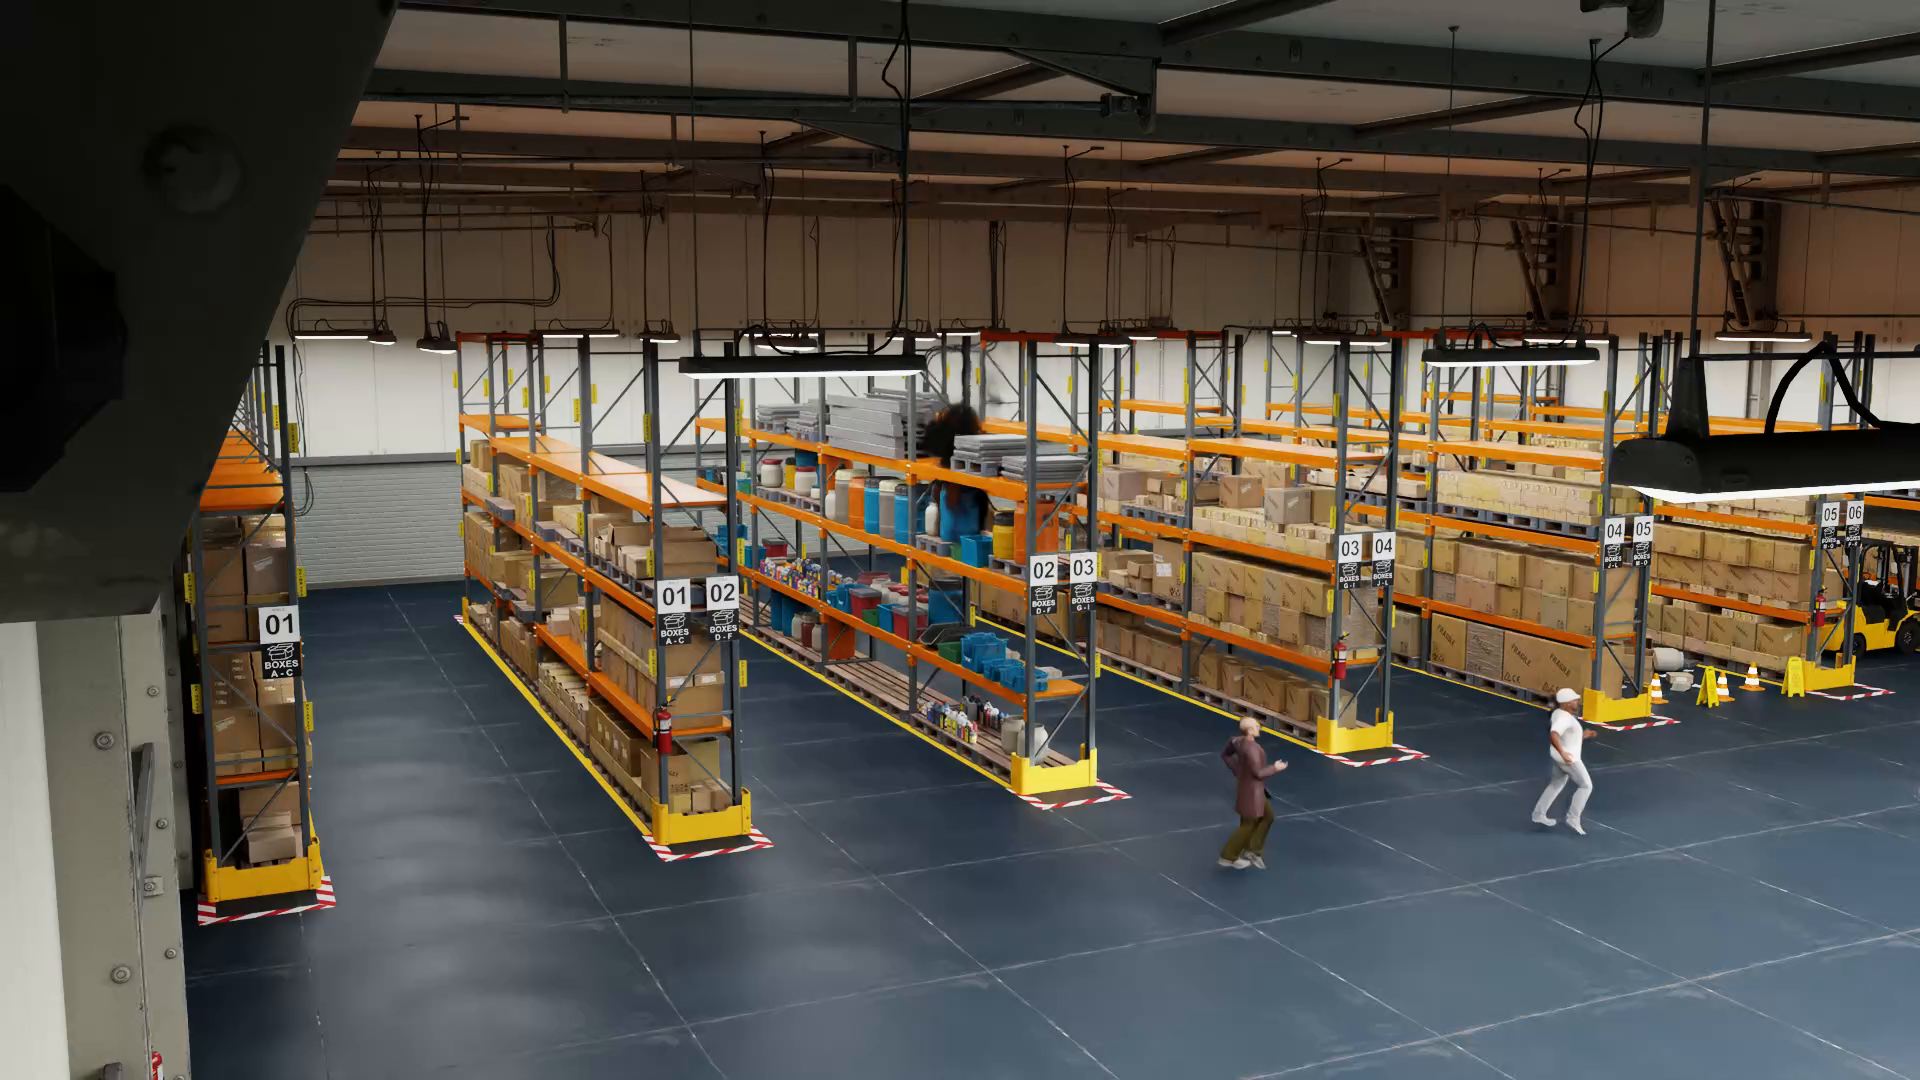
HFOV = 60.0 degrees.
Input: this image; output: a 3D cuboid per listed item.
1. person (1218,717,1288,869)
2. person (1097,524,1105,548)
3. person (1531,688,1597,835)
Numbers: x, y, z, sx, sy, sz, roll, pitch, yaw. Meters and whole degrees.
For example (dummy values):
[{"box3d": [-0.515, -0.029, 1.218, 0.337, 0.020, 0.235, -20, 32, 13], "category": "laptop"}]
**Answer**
[{"box3d": [3.332, 2.915, 18.967, 0.771, 1.831, 0.684, 0, 8, 0], "category": "person"}, {"box3d": [3.067, 0.393, 38.260, 0.614, 1.641, 0.766, -3, 8, -23], "category": "person"}, {"box3d": [7.446, 2.720, 20.418, 0.751, 1.823, 0.669, 0, 8, 0], "category": "person"}]
